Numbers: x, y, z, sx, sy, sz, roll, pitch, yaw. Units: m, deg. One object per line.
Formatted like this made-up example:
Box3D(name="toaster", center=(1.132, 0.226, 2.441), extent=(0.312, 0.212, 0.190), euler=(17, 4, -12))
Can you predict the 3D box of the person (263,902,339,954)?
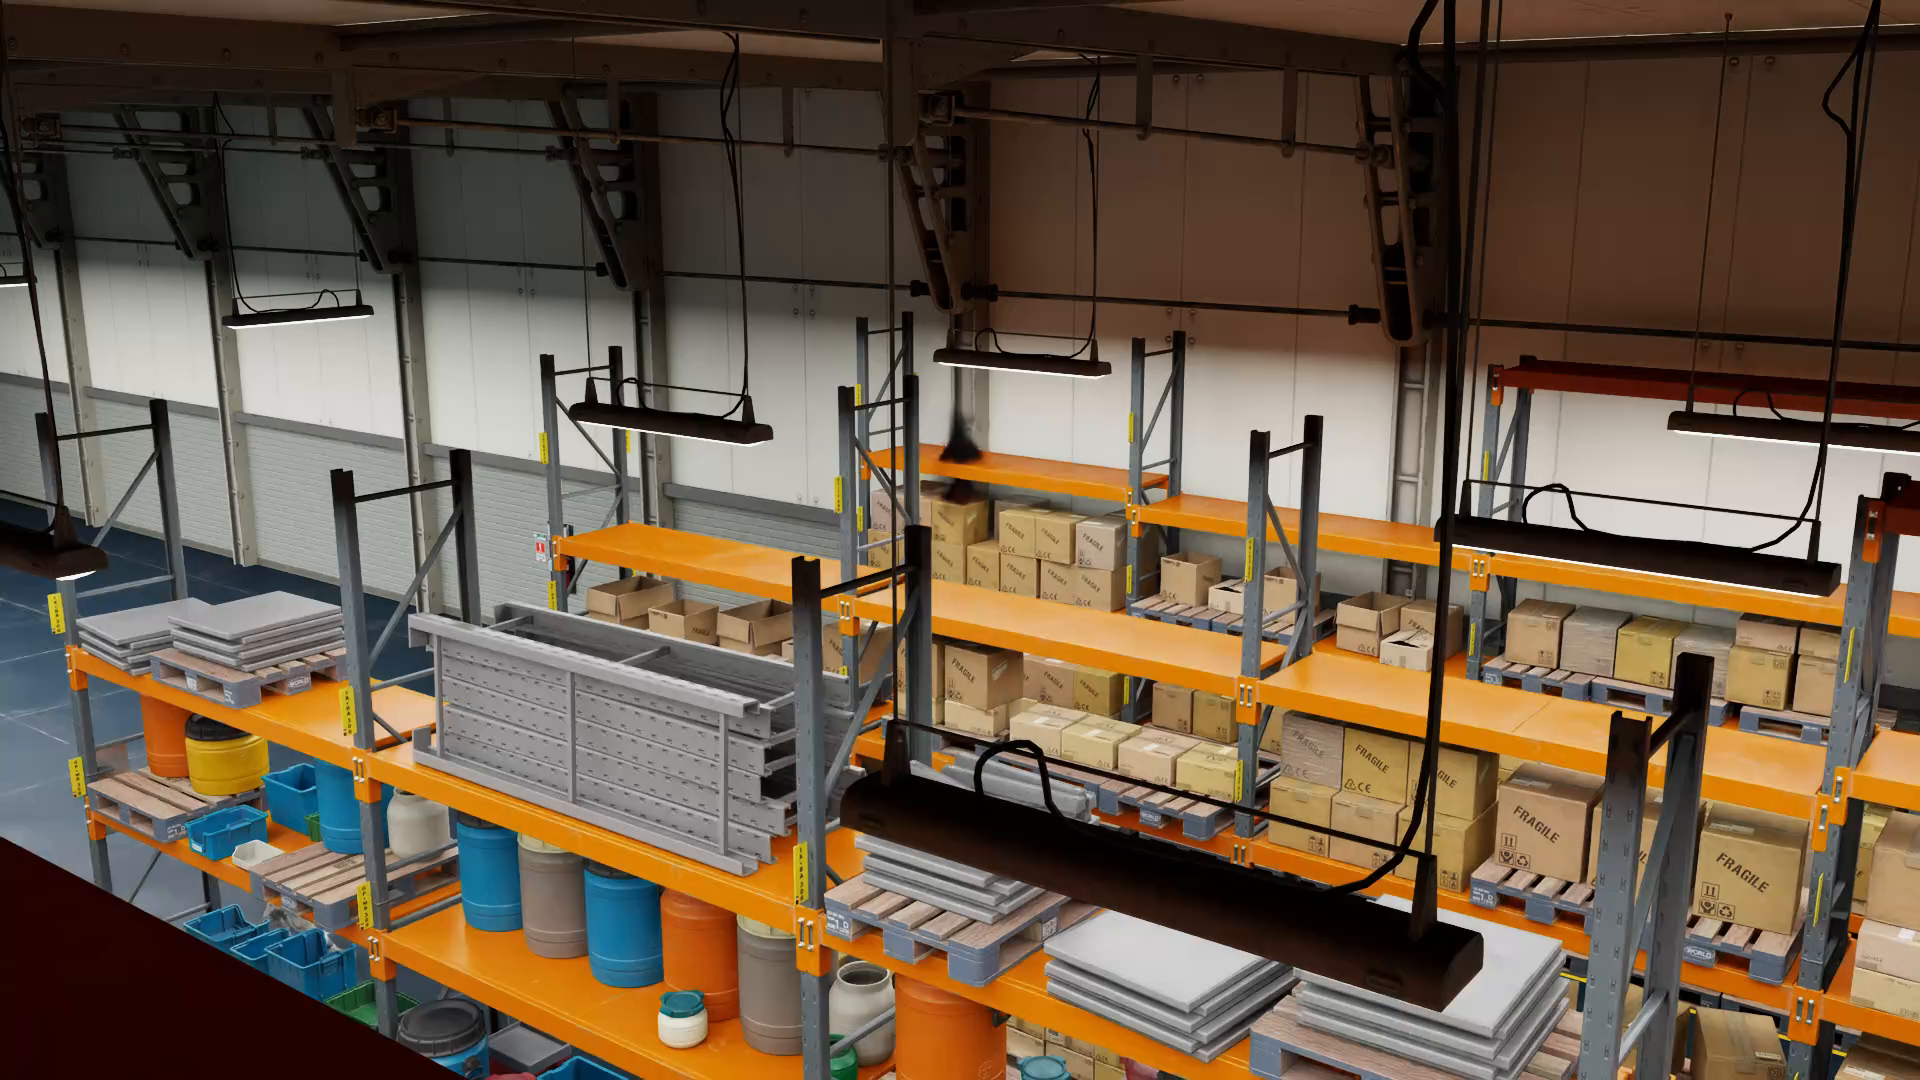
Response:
Box3D(name="person", center=(-6.607, 3.465, 16.381), extent=(0.804, 1.750, 0.770), euler=(-4, 14, -18))
